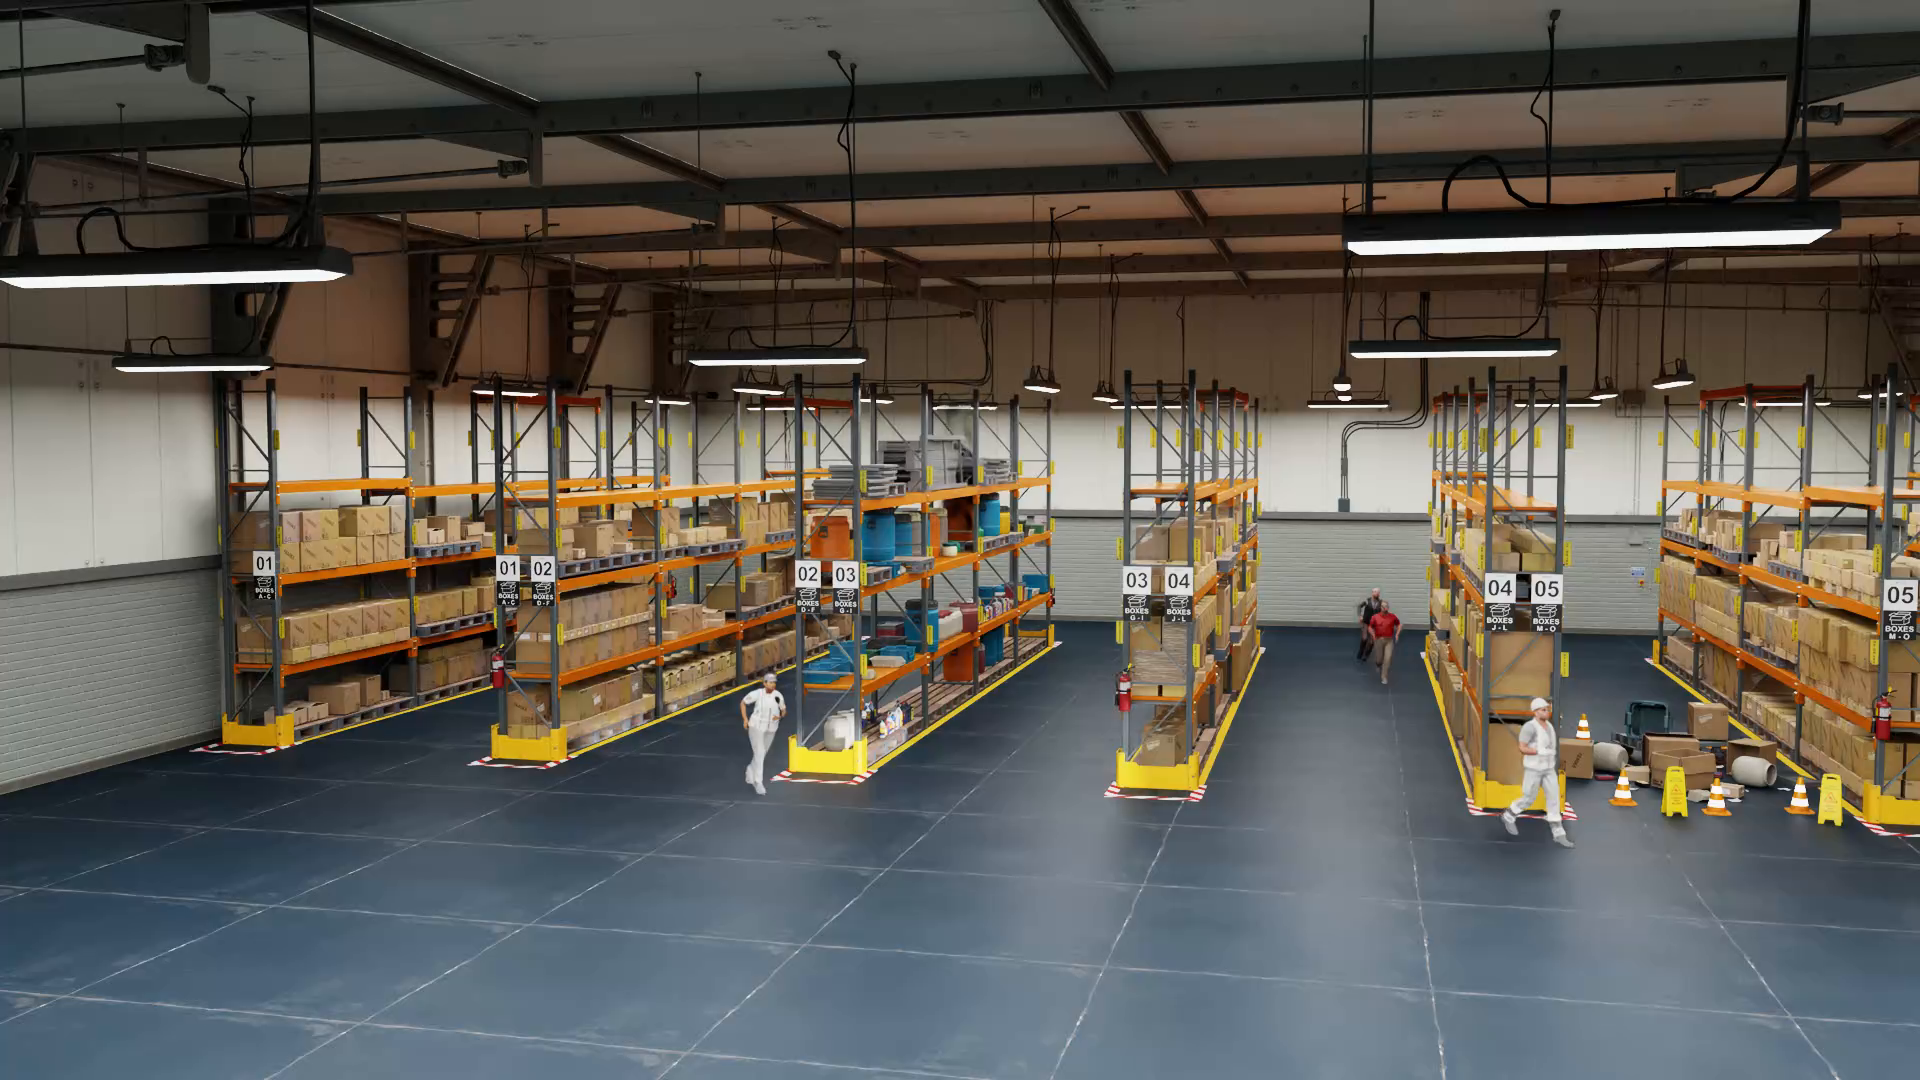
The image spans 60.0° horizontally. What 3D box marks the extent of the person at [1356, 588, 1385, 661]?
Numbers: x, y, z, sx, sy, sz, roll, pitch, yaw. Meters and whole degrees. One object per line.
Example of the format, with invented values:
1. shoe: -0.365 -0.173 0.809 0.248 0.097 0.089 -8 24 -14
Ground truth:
1. person: 9.311 1.916 37.535 0.671 1.660 0.533 0 3 6

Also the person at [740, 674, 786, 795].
1. person: -2.804 2.744 23.940 0.634 1.650 0.889 -2 4 -31

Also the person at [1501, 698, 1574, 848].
1. person: 7.155 2.837 20.504 0.659 1.779 0.984 -2 4 -29

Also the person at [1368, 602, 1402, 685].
1. person: 8.758 2.111 34.270 0.677 1.686 0.829 1 3 11
